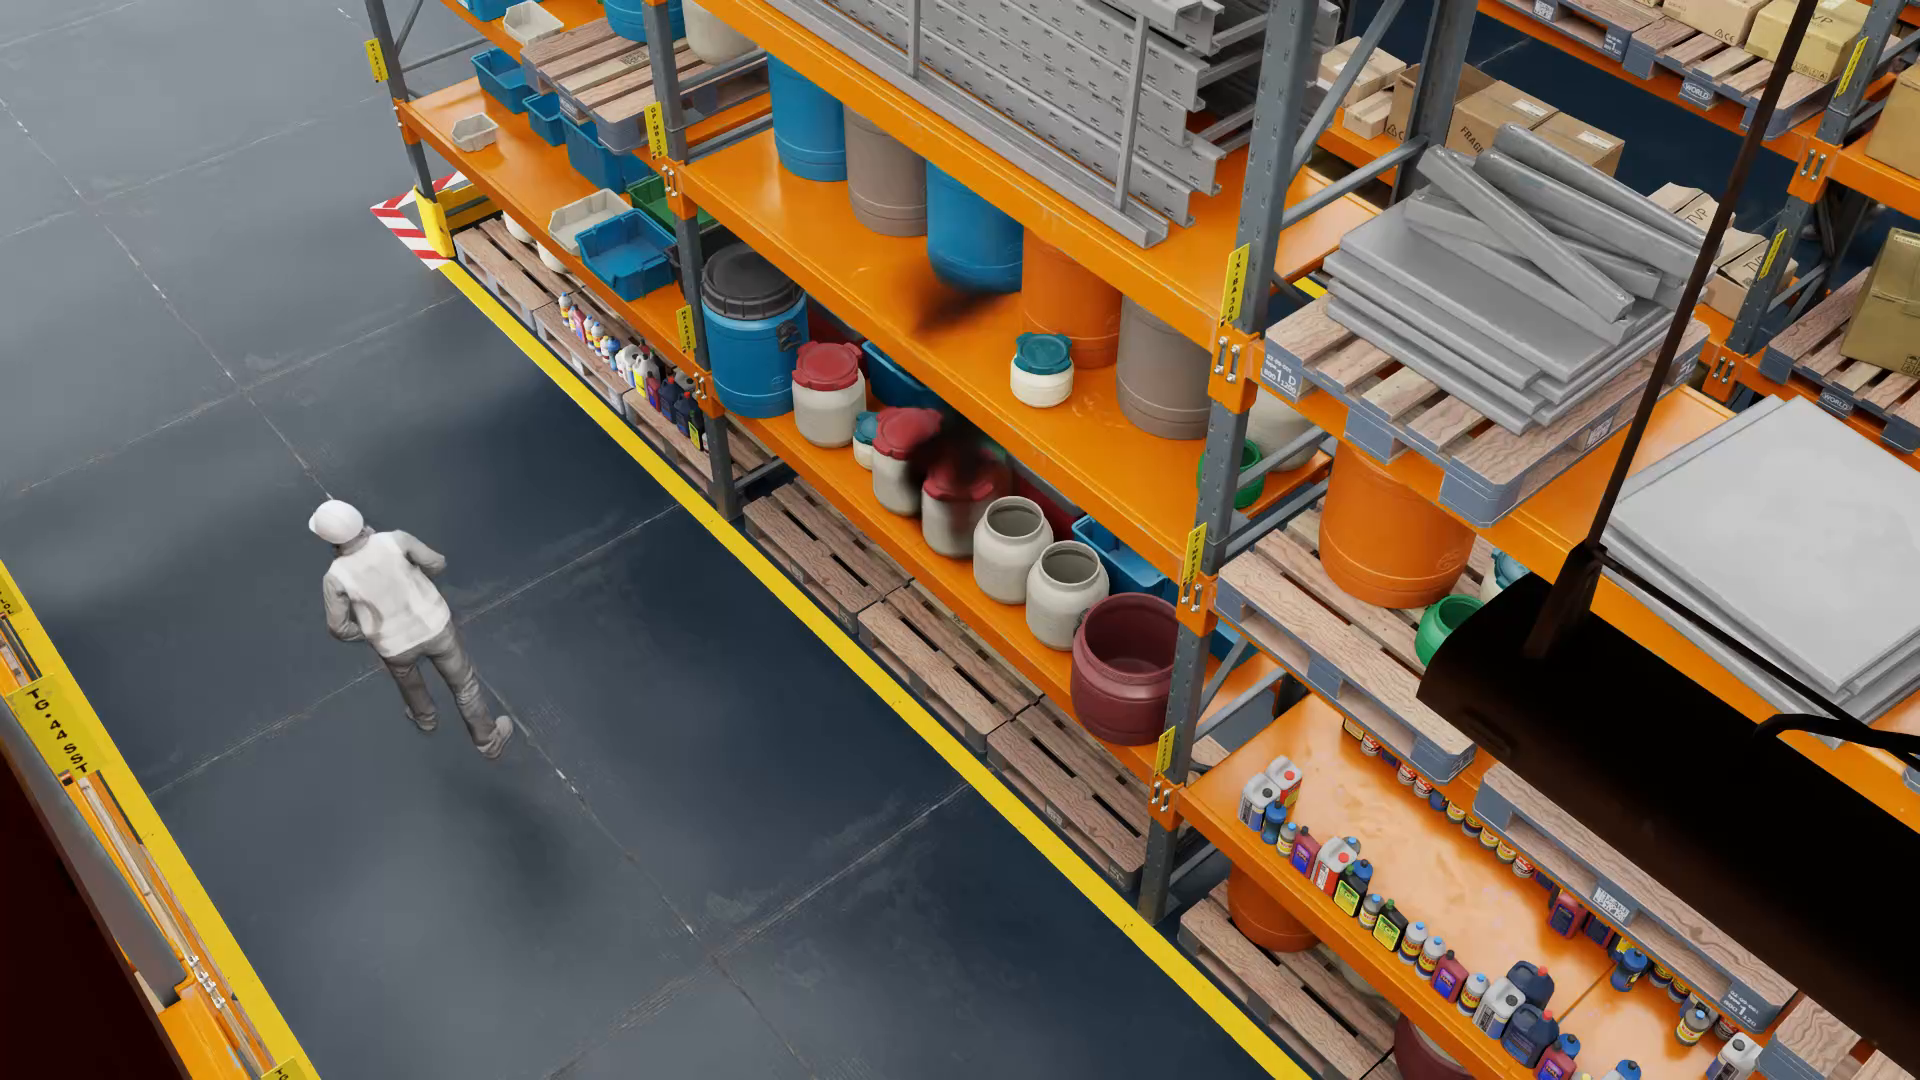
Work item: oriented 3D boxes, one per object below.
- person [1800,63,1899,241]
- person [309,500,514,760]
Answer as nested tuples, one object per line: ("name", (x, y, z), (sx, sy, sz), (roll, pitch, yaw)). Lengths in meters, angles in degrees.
("person", (6.809, -2.966, 12.627), (0.744, 1.706, 0.696), (24, 51, 21))
("person", (-2.984, 0.506, 8.999), (0.733, 1.690, 0.777), (-19, 49, -17))
